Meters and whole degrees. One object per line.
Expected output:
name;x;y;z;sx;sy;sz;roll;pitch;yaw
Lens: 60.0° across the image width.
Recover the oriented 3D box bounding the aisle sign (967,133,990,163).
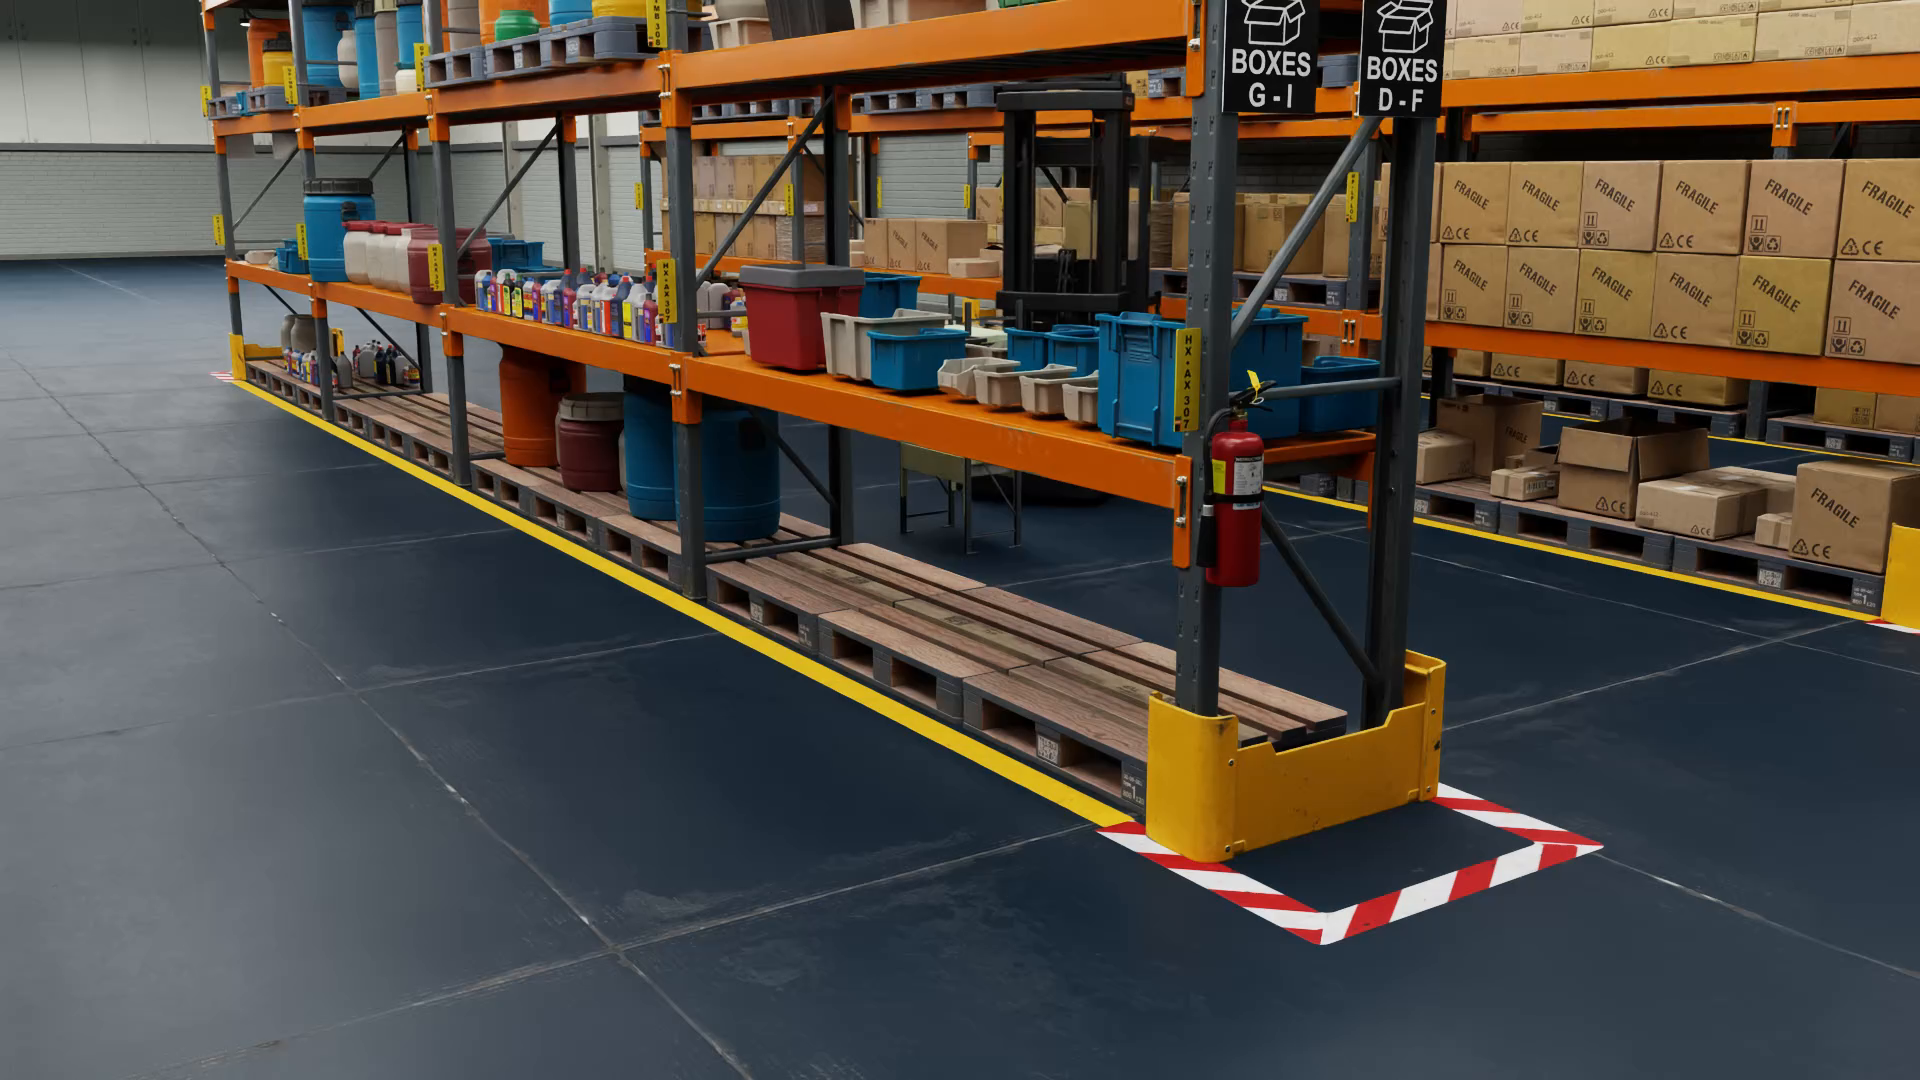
aisle sign;0.264;-5.761;23.599;0.394;0.787;0.004;-8;15;-33

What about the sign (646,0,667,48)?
sign;-1.504;-2.612;8.242;0.100;0.325;0.005;-8;15;-33

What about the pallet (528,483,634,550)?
pallet;-2.118;-0.204;10.801;1.003;0.211;1.213;-8;15;-33

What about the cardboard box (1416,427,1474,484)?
cardboard box;3.133;-0.594;11.319;0.500;0.311;0.500;-8;15;-33

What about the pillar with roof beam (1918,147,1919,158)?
pillar with roof beam;4.726;-4.779;11.150;9.100;9.000;0.400;-8;15;-33

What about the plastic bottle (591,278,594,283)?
plastic bottle;-2.633;-1.777;11.932;0.097;0.201;0.097;0;12;0

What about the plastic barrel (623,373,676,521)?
plastic barrel;-1.725;-0.612;10.066;0.600;0.901;0.708;-8;15;-33

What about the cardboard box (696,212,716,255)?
cardboard box;-2.755;-3.709;20.068;0.700;0.500;0.500;-8;15;-32

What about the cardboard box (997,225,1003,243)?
cardboard box;0.859;-4.235;23.012;0.500;0.250;0.500;-9;15;-35

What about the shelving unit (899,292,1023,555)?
shelving unit;-0.004;-0.734;10.207;0.431;1.500;0.755;-8;15;-33

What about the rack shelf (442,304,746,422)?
rack shelf;-2.153;-1.211;10.563;1.077;0.370;4.000;-8;15;-33

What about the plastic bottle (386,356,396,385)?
plastic bottle;-5.579;-1.668;16.295;0.061;0.283;0.133;-8;15;-33

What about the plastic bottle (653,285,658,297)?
plastic bottle;-1.707;-1.325;9.513;0.144;0.351;0.185;-8;15;-33

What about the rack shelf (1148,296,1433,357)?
rack shelf;1.972;-1.797;13.241;1.077;0.370;4.000;-8;15;-33

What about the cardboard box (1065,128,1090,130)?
cardboard box;1.676;-5.572;21.520;0.500;0.500;0.500;-9;15;-35

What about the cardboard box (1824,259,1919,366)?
cardboard box;4.822;-1.177;8.491;0.500;0.500;0.500;-8;14;-31

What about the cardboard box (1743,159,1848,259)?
cardboard box;4.541;-1.755;8.791;0.500;0.500;0.500;-8;14;-31

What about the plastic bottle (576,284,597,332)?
plastic bottle;-2.217;-1.398;10.024;0.152;0.276;0.135;-8;15;-33

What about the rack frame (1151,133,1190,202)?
rack frame;2.770;-3.802;20.728;1.000;3.000;0.127;-8;15;-33

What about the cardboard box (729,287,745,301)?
cardboard box;-2.338;-2.679;19.289;0.500;0.500;0.500;-8;15;-33

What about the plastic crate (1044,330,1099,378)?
plastic crate;0.579;-0.760;7.068;0.416;0.233;0.300;-8;15;-33

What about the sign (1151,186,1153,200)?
sign;2.323;-4.160;20.336;0.100;0.325;0.005;-8;15;-33

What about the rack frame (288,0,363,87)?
rack frame;-5.477;-5.560;14.725;1.000;3.000;0.127;-8;15;-33

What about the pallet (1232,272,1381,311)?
pallet;2.729;-1.854;12.267;1.003;0.211;1.213;-8;15;-33

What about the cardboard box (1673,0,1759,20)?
cardboard box;4.249;-2.957;9.022;0.500;0.250;0.500;-8;15;-33

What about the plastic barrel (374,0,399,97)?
plastic barrel;-4.653;-4.159;14.164;0.600;0.901;0.600;0;12;0

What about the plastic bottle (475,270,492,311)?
plastic bottle;-3.291;-1.743;11.599;0.152;0.276;0.135;-8;15;-33

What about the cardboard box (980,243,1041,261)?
cardboard box;0.530;-2.642;15.632;0.500;0.311;0.500;-8;15;-33

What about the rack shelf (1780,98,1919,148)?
rack shelf;8.310;-3.138;12.352;1.077;0.370;4.000;-8;15;-33

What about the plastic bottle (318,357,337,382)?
plastic bottle;-6.074;-1.631;15.969;0.144;0.351;0.185;-9;15;-34

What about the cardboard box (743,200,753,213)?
cardboard box;-2.243;-3.785;18.897;0.380;0.149;0.250;-8;15;-33

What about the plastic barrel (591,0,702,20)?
plastic barrel;-1.720;-3.108;9.107;0.600;0.588;0.600;0;12;0

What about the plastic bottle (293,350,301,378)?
plastic bottle;-6.703;-1.785;16.860;0.097;0.271;0.097;0;12;0

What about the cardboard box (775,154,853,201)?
cardboard box;-1.603;-3.976;18.252;0.700;0.500;0.500;-8;15;-32

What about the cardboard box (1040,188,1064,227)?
cardboard box;1.411;-4.424;22.120;0.500;0.500;0.500;-8;14;-31

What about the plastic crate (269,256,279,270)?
plastic crate;-6.588;-2.760;16.577;0.530;0.136;0.437;-8;15;-33

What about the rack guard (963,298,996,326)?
rack guard;0.596;-3.279;24.186;1.175;0.500;0.348;-8;15;-33

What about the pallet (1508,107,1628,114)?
pallet;6.009;-4.157;15.772;1.003;0.211;1.213;-7;14;-30

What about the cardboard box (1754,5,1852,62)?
cardboard box;4.525;-2.624;8.668;0.500;0.250;0.500;-8;15;-33

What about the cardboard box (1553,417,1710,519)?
cardboard box;4.126;-0.454;10.232;0.797;0.503;0.637;-8;15;-33

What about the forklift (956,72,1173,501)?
forklift;0.947;-1.975;12.532;1.130;2.935;3.031;5;13;20

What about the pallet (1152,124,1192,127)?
pallet;3.023;-5.054;19.868;1.213;0.211;1.003;-8;15;-33

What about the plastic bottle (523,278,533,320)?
plastic bottle;-2.791;-1.569;10.818;0.097;0.271;0.097;0;12;0

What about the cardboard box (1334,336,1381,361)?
cardboard box;4.544;-2.207;18.252;0.700;0.500;0.500;-8;15;-32

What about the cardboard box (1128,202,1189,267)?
cardboard box;1.655;-2.474;13.437;0.700;0.500;0.500;-5;13;-22

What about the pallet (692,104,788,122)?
pallet;-2.518;-5.003;19.404;1.003;0.211;1.213;-8;15;-33

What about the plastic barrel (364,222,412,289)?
plastic barrel;-4.724;-2.370;13.858;0.433;0.535;0.433;0;12;0

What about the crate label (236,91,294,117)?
crate label;-6.932;-4.362;16.613;0.502;0.251;0.408;-8;15;-33

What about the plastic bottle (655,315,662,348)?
plastic bottle;-1.620;-1.159;9.106;0.097;0.201;0.097;0;12;0

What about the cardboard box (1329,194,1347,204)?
cardboard box;4.385;-3.533;18.234;0.700;0.500;0.500;-10;16;-38

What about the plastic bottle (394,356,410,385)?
plastic bottle;-5.491;-1.677;16.354;0.152;0.276;0.135;-7;14;-31

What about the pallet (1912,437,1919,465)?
pallet;8.239;-0.656;12.866;1.003;0.211;1.213;-8;15;-33
